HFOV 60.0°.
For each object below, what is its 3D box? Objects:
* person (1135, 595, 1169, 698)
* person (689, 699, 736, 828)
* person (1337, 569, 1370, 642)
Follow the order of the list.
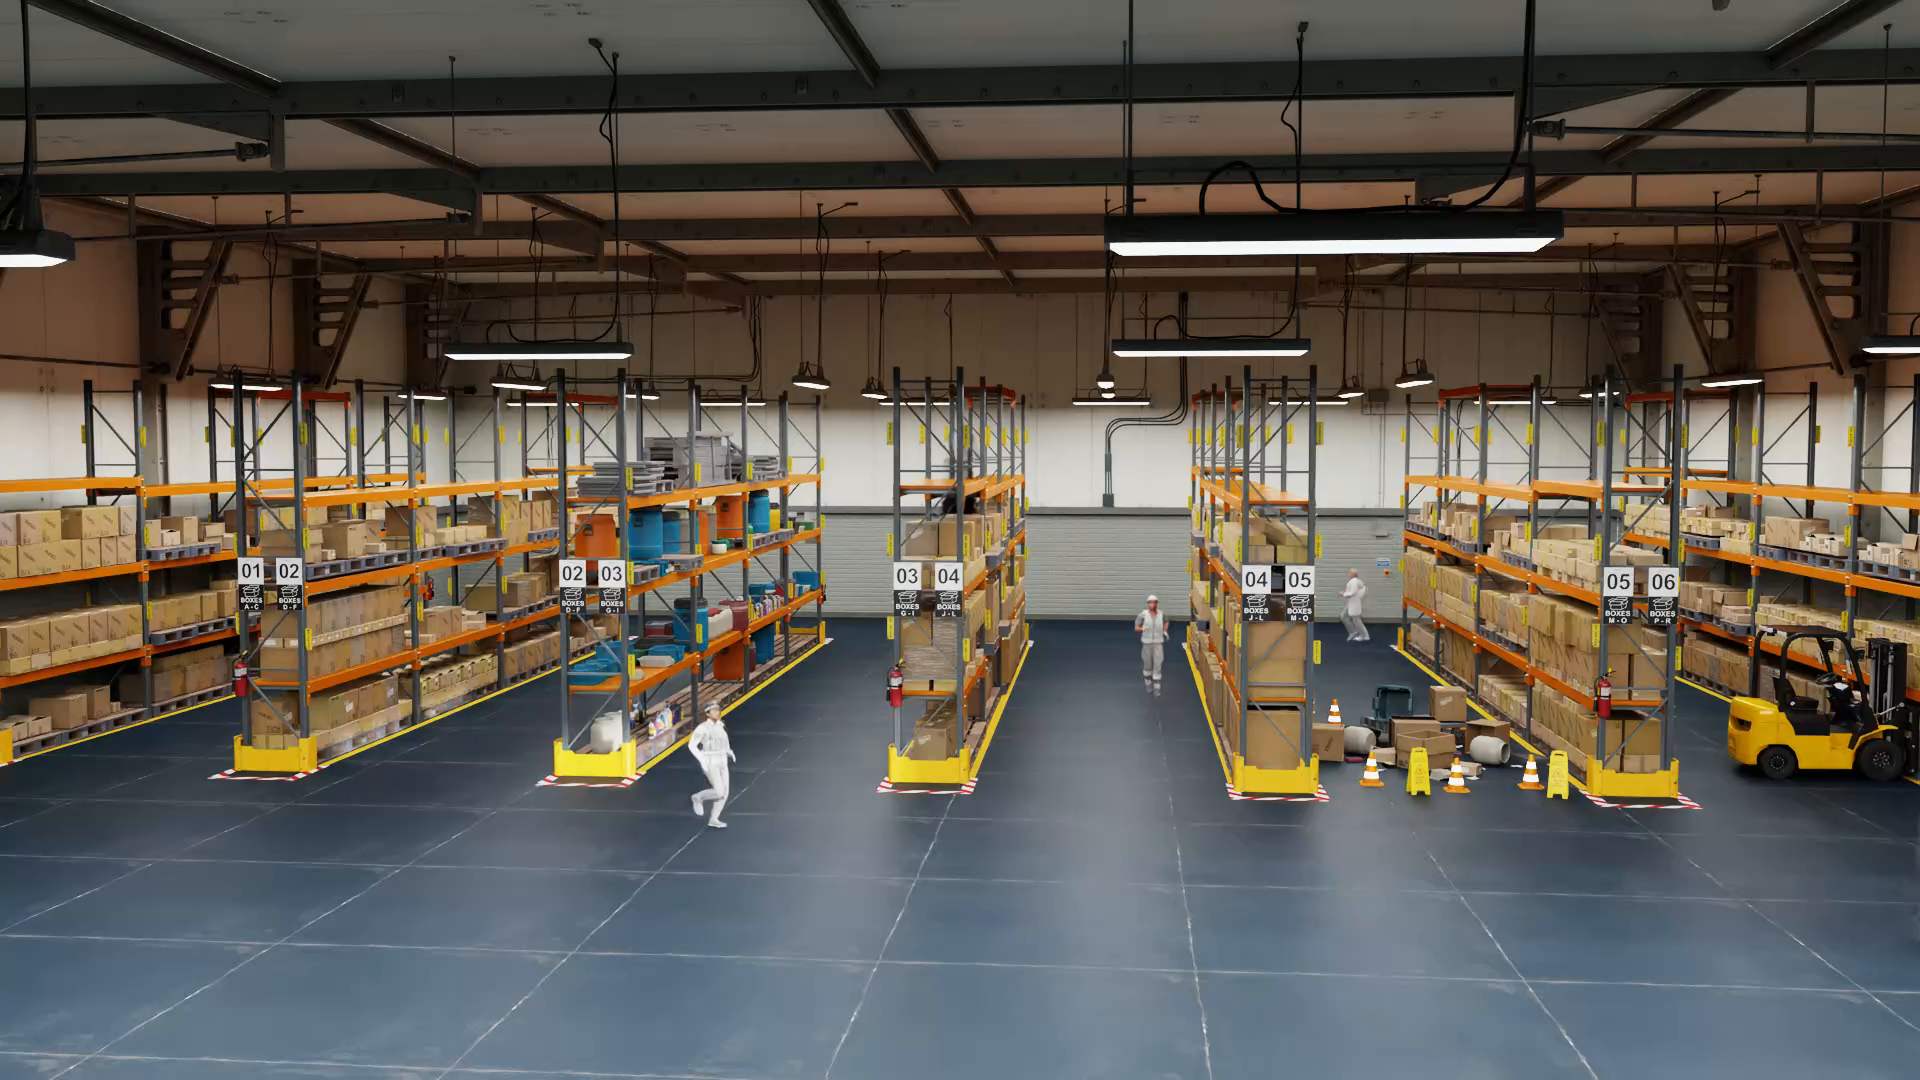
[{"bbox_3d":[3.488,1.913,30.158,0.644,1.826,0.851,0,4,2],"label":"person"},{"bbox_3d":[-3.160,2.858,21.345,0.544,1.646,0.631,3,4,37],"label":"person"},{"bbox_3d":[9.595,1.607,40.515,0.784,1.806,0.682,1,4,13],"label":"person"}]
